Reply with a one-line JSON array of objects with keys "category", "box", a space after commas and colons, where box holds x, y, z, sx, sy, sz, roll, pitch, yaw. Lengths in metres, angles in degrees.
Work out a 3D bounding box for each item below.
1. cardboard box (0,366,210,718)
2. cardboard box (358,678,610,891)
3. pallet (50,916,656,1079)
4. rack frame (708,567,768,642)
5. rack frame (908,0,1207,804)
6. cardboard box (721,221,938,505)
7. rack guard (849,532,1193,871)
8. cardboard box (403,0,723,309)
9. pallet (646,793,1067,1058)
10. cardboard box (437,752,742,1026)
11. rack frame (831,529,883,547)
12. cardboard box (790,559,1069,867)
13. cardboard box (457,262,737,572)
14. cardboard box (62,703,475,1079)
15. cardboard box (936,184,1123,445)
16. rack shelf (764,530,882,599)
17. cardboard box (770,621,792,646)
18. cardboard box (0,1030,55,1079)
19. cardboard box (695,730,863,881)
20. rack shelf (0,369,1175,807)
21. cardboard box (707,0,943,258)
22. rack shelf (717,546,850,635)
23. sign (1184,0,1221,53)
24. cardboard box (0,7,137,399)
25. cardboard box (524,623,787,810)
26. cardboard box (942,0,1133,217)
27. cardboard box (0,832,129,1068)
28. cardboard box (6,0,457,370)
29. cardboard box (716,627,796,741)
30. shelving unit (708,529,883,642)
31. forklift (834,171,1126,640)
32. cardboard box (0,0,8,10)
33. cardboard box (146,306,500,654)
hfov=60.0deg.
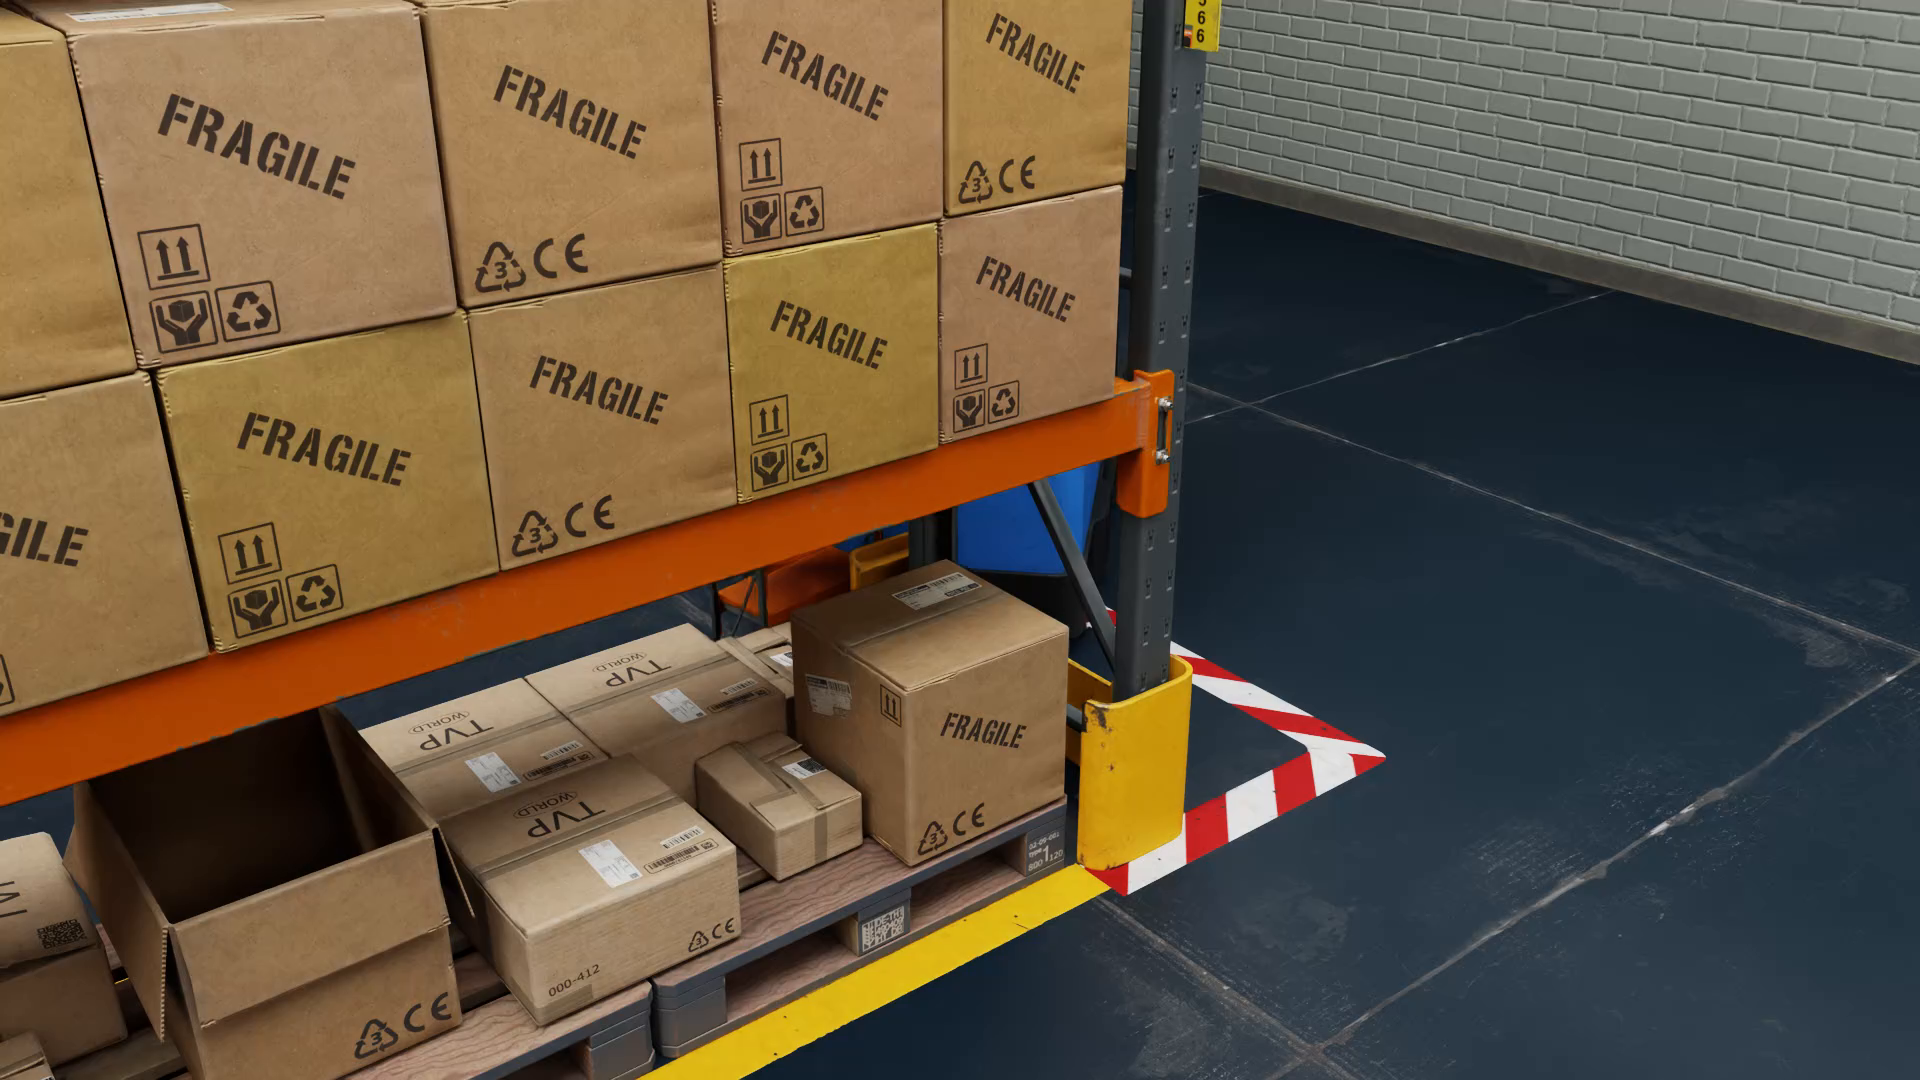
[{"category": "cardboard box", "box": [-1.585, -0.049, 2.673, 0.500, 0.500, 0.500, -18, 31, -34]}, {"category": "cardboard box", "box": [-1.192, 0.618, 4.099, 0.500, 0.250, 0.500, -18, 31, -34]}, {"category": "pallet", "box": [-1.448, 1.070, 3.693, 1.213, 0.211, 1.003, -18, 31, -34]}, {"category": "rack frame", "box": [-0.654, 0.010, 4.800, 0.240, 1.200, 0.015, 20, 31, 37]}, {"category": "rack frame", "box": [0.198, -0.737, 4.275, 0.127, 3.000, 1.000, -18, 31, -34]}, {"category": "cardboard box", "box": [-0.393, -0.440, 3.516, 0.500, 0.500, 0.500, -18, 30, -34]}, {"category": "rack guard", "box": [0.138, 0.417, 4.758, 0.348, 0.500, 1.175, -18, 31, -34]}, {"category": "cardboard box", "box": [-0.785, -0.761, 3.021, 0.500, 0.500, 0.500, -17, 30, -33]}, {"category": "pallet", "box": [-0.489, 0.755, 4.372, 1.213, 0.211, 1.003, -18, 31, -34]}, {"category": "cardboard box", "box": [-0.844, 0.770, 3.770, 0.500, 0.250, 0.500, -18, 31, -34]}, {"category": "rack frame", "box": [-0.332, -0.145, 5.133, 0.240, 1.200, 0.015, 20, 31, 37]}, {"category": "cardboard box", "box": [-0.078, 0.420, 4.228, 0.500, 0.500, 0.500, -18, 31, -34]}, {"category": "cardboard box", "box": [-0.789, -0.312, 3.240, 0.500, 0.500, 0.500, -18, 30, -34]}, {"category": "cardboard box", "box": [-1.475, 0.745, 3.524, 0.637, 0.503, 0.797, -18, 31, -34]}, {"category": "cardboard box", "box": [0.013, -0.576, 3.809, 0.500, 0.500, 0.500, -17, 30, -32]}, {"category": "rack shelf", "box": [-0.492, -0.006, 4.994, 0.258, 0.148, 0.480, 20, 31, 37]}, {"category": "cardboard box", "box": [-0.344, 0.352, 4.793, 0.250, 0.149, 0.380, -18, 31, -34]}, {"category": "cardboard box", "box": [-1.811, 1.122, 3.111, 0.250, 0.166, 0.380, -18, 31, -34]}, {"category": "cardboard box", "box": [-0.452, 0.647, 4.136, 0.250, 0.166, 0.380, -18, 31, -34]}, {"category": "rack shelf", "box": [-1.376, 0.109, 3.307, 4.000, 0.370, 1.077, -18, 31, -34]}, {"category": "cardboard box", "box": [-0.380, -0.898, 3.314, 0.500, 0.500, 0.500, -17, 30, -33]}, {"category": "rack shelf", "box": [-0.490, 0.175, 5.076, 0.258, 0.148, 0.480, 20, 31, 37]}, {"category": "sign", "box": [0.525, -1.216, 3.557, 0.005, 0.325, 0.100, -18, 31, -34]}, {"category": "cardboard box", "box": [-1.595, -0.493, 2.444, 0.500, 0.500, 0.500, -19, 31, -35]}, {"category": "cardboard box", "box": [-0.799, 0.488, 4.379, 0.500, 0.250, 0.500, -18, 31, -34]}, {"category": "cardboard box", "box": [0.017, -1.029, 3.598, 0.500, 0.500, 0.500, -19, 31, -34]}, {"category": "cardboard box", "box": [-2.086, 0.885, 3.450, 0.500, 0.311, 0.500, -18, 31, -34]}, {"category": "cardboard box", "box": [-1.189, -0.628, 2.733, 0.500, 0.500, 0.500, -17, 30, -32]}, {"category": "cardboard box", "box": [-0.540, 0.409, 4.649, 0.250, 0.166, 0.380, -18, 31, -34]}, {"category": "shelving unit", "box": [-0.493, -0.067, 4.966, 0.258, 1.200, 0.503, 20, 31, 37]}, {"category": "forklift", "box": [0.091, -1.589, 6.192, 1.130, 2.935, 3.031, 4, 25, 8]}, {"category": "cardboard box", "box": [-1.517, -0.809, 3.123, 0.500, 0.500, 0.500, -19, 31, -34]}, {"category": "cardboard box", "box": [-1.185, -0.181, 2.958, 0.500, 0.500, 0.500, -19, 31, -35]}]
